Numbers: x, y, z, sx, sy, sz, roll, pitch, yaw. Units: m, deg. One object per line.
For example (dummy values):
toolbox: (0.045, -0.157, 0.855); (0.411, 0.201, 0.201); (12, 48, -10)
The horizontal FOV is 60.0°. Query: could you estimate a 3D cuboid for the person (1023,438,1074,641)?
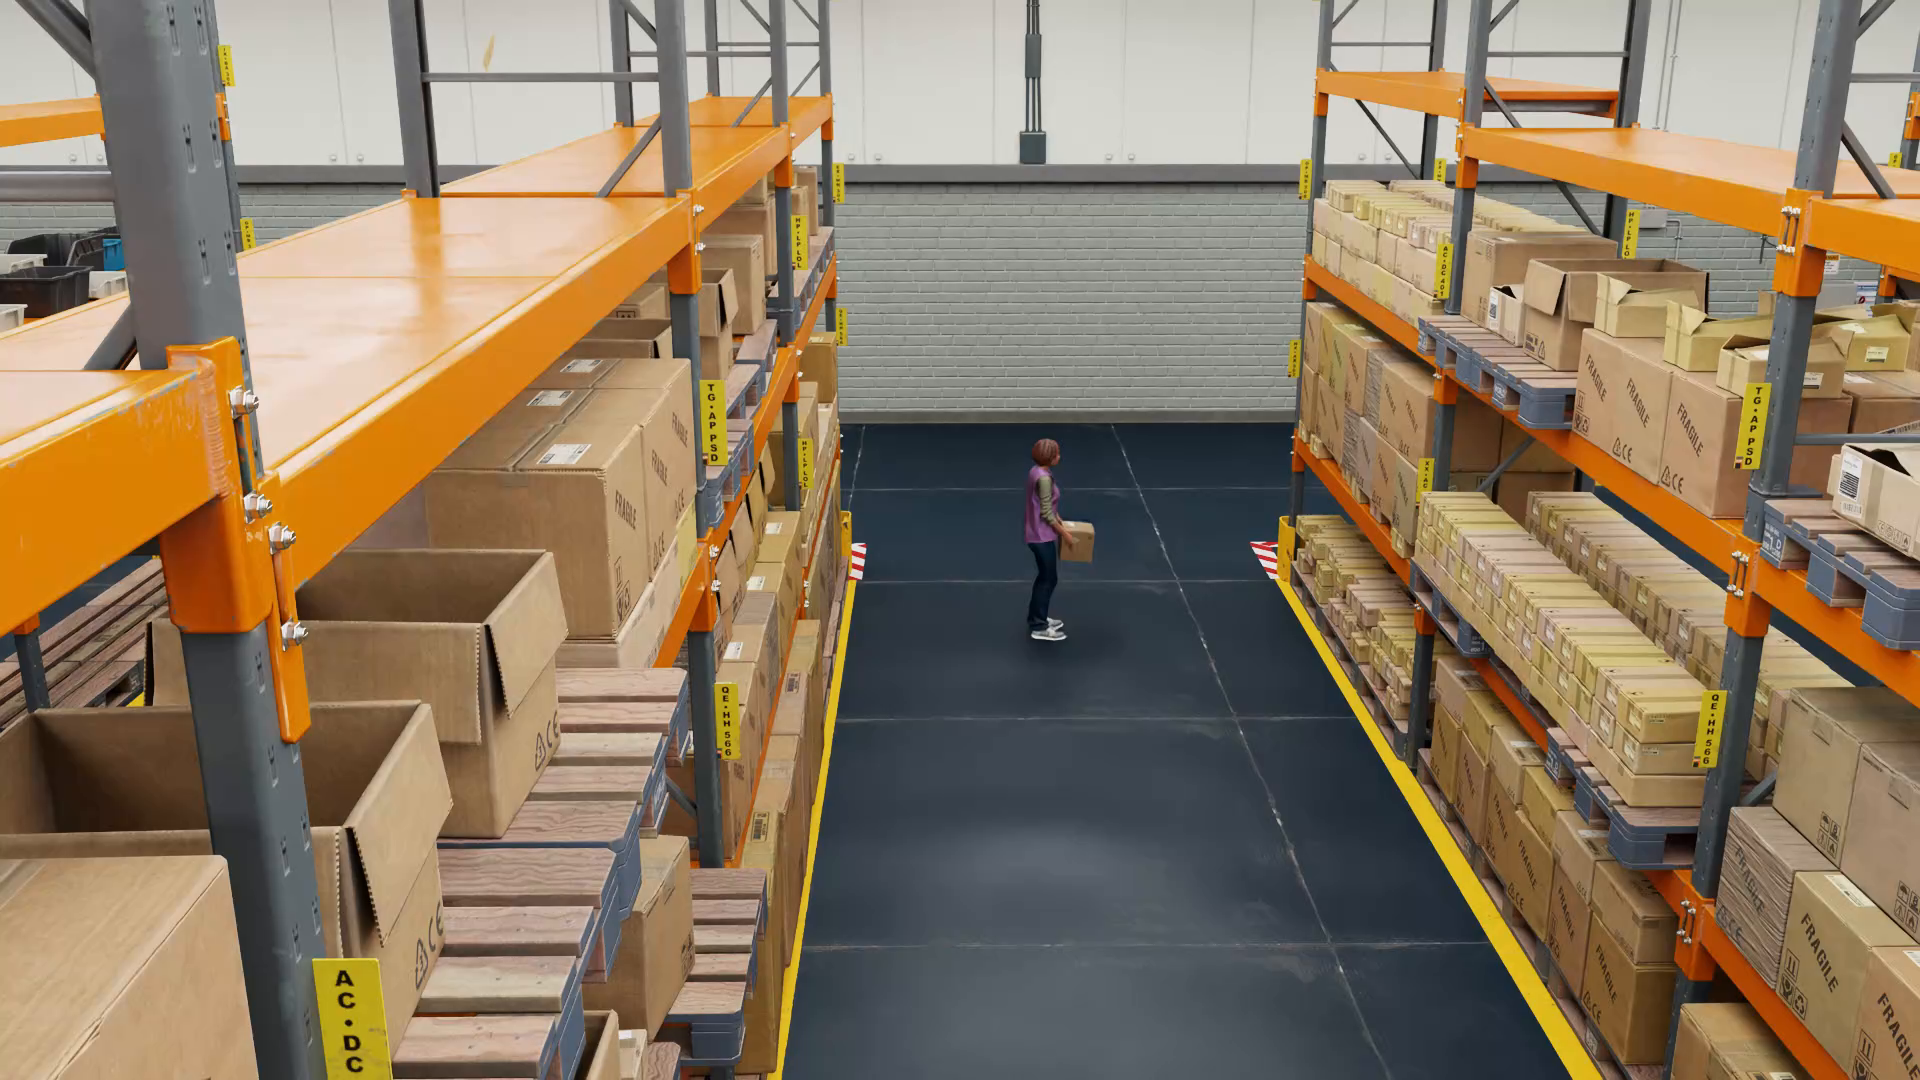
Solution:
person: (0.698, -0.020, 13.113); (0.398, 1.603, 0.444); (-1, 17, -2)
